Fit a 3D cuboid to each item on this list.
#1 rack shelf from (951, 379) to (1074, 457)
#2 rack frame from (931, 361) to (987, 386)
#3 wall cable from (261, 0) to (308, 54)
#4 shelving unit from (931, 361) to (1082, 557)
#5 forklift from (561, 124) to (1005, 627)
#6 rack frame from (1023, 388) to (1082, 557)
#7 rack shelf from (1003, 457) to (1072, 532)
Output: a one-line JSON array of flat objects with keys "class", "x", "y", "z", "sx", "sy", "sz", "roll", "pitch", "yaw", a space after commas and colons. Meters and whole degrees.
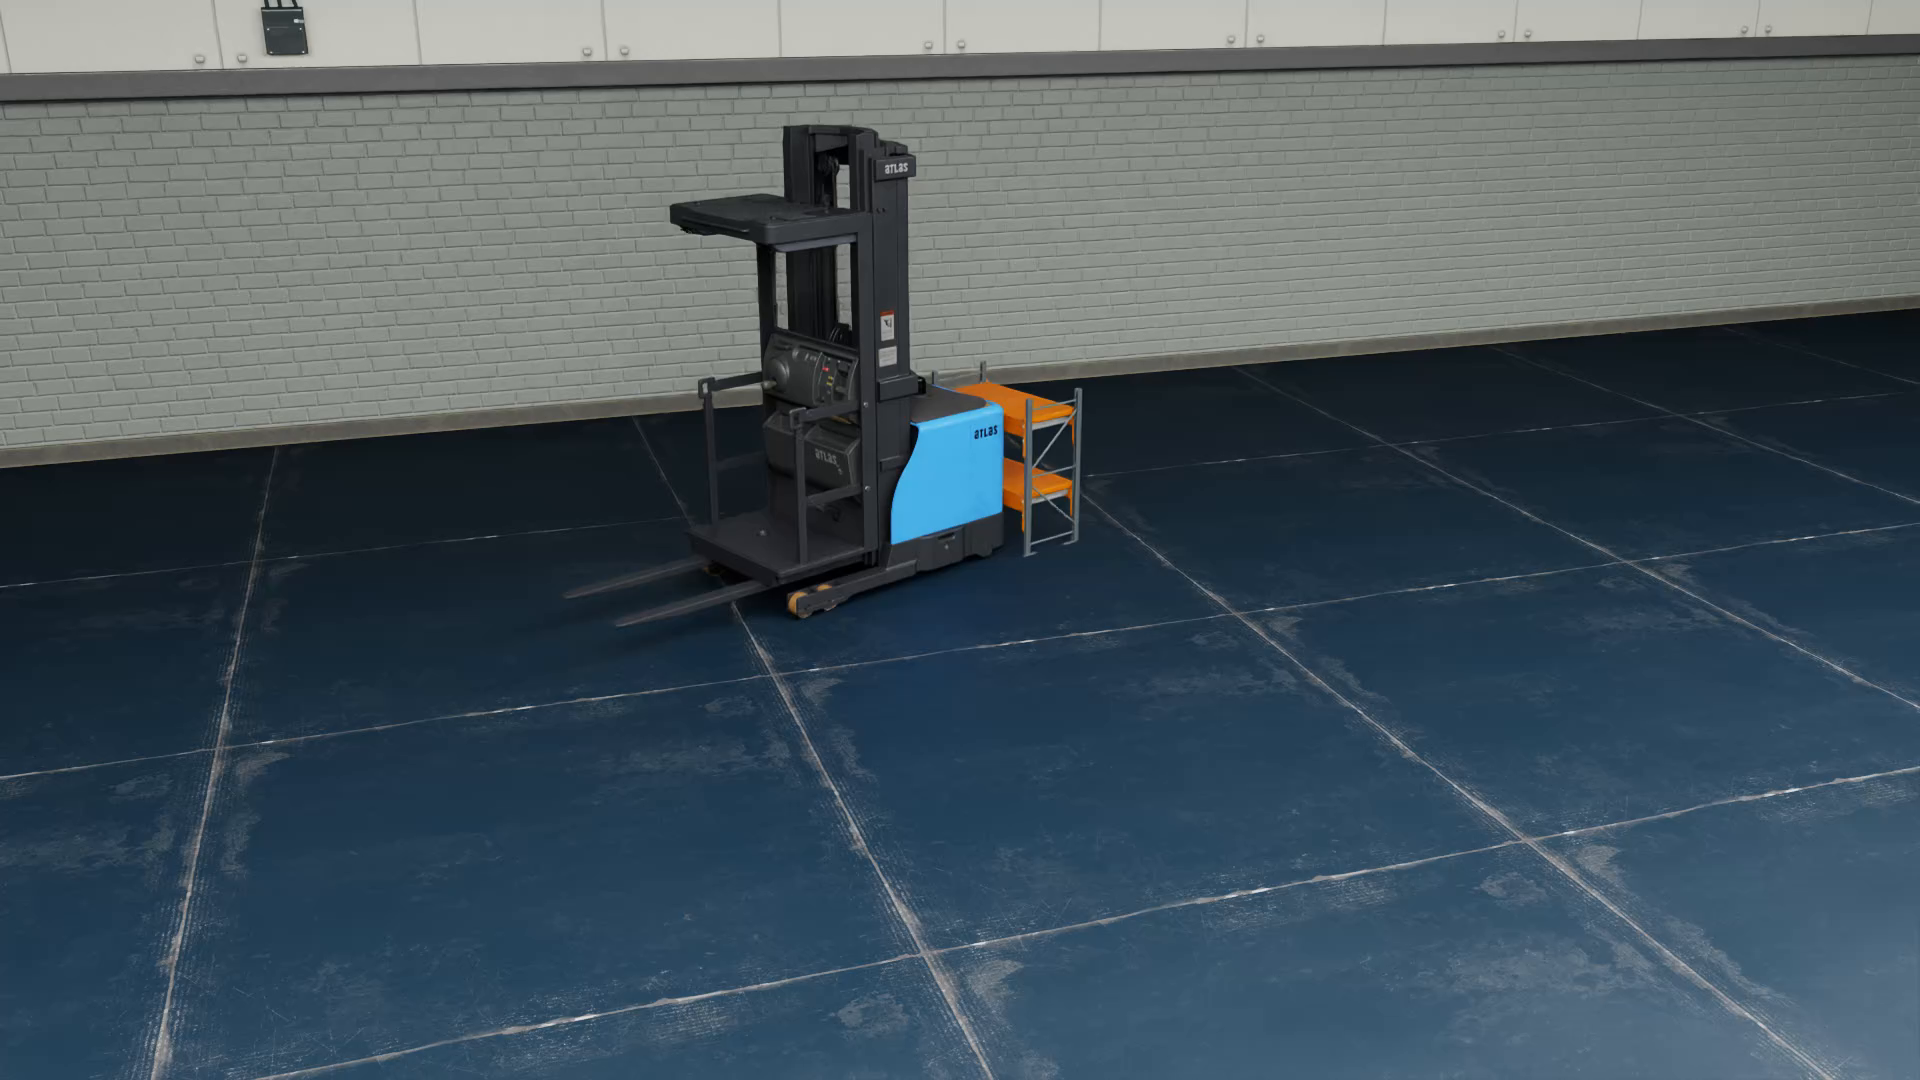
[{"class": "rack shelf", "x": 0.320, "y": -0.879, "z": 11.833, "sx": 0.538, "sy": 0.278, "sz": 1.000, "roll": -16, "pitch": 25, "yaw": -37}, {"class": "rack frame", "x": -0.004, "y": -0.736, "z": 12.300, "sx": 0.500, "sy": 1.125, "sz": 0.032, "roll": -16, "pitch": 25, "yaw": -37}, {"class": "wall cable", "x": -4.384, "y": -6.789, "z": 12.475, "sx": 2.305, "sy": 6.003, "sz": 0.169, "roll": -6, "pitch": 21, "yaw": -17}, {"class": "shelving unit", "x": 0.319, "y": -0.603, "z": 11.931, "sx": 0.538, "sy": 1.125, "sz": 1.048, "roll": -16, "pitch": 25, "yaw": -37}, {"class": "forklift", "x": -1.122, "y": -1.083, "z": 10.597, "sx": 3.031, "sy": 2.935, "sz": 1.130, "roll": -17, "pitch": 26, "yaw": -39}, {"class": "rack frame", "x": 0.643, "y": -0.471, "z": 11.563, "sx": 0.500, "sy": 1.125, "sz": 0.032, "roll": -16, "pitch": 25, "yaw": -37}, {"class": "rack shelf", "x": 0.319, "y": -0.373, "z": 12.014, "sx": 0.538, "sy": 0.278, "sz": 1.000, "roll": -16, "pitch": 25, "yaw": -37}]
